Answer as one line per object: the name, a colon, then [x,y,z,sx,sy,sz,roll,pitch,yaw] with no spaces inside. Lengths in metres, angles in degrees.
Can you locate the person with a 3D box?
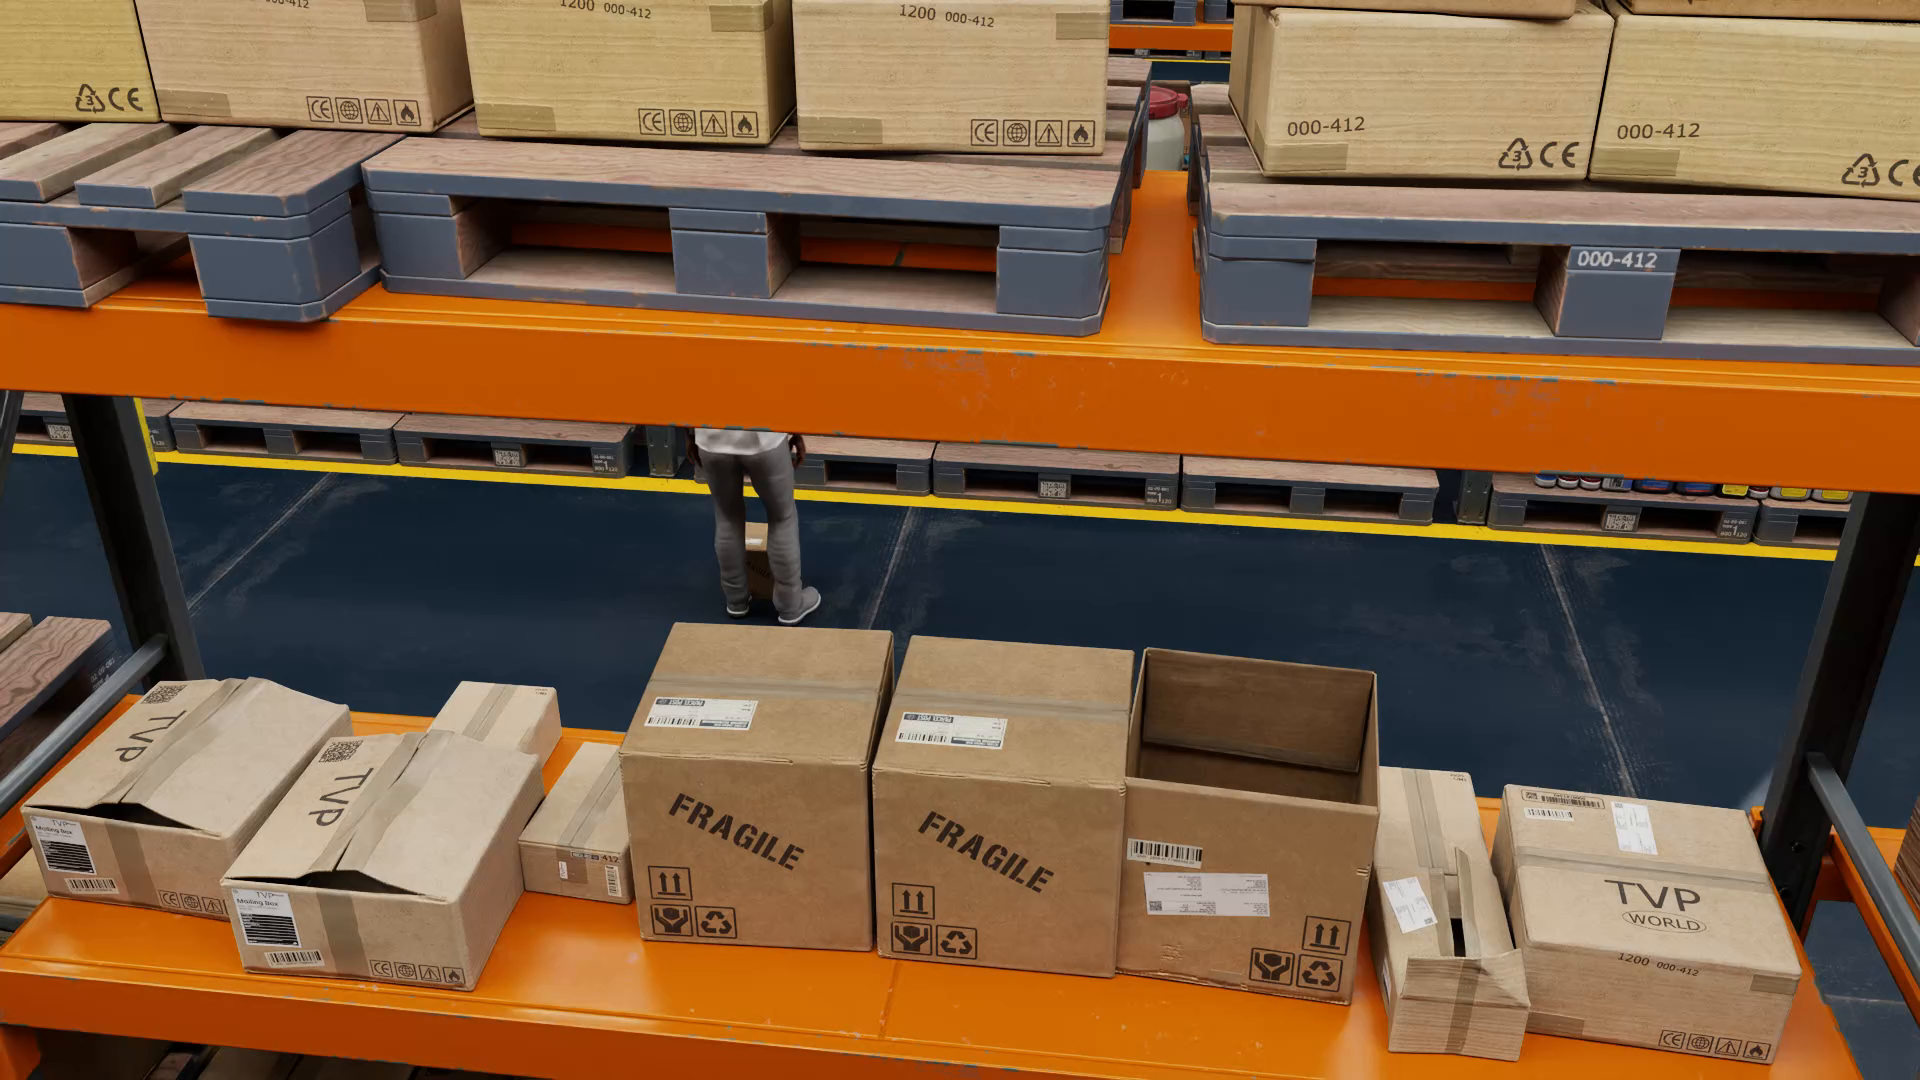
person: [-0.884,-0.420,6.893,0.526,1.661,0.418,2,29,4]
